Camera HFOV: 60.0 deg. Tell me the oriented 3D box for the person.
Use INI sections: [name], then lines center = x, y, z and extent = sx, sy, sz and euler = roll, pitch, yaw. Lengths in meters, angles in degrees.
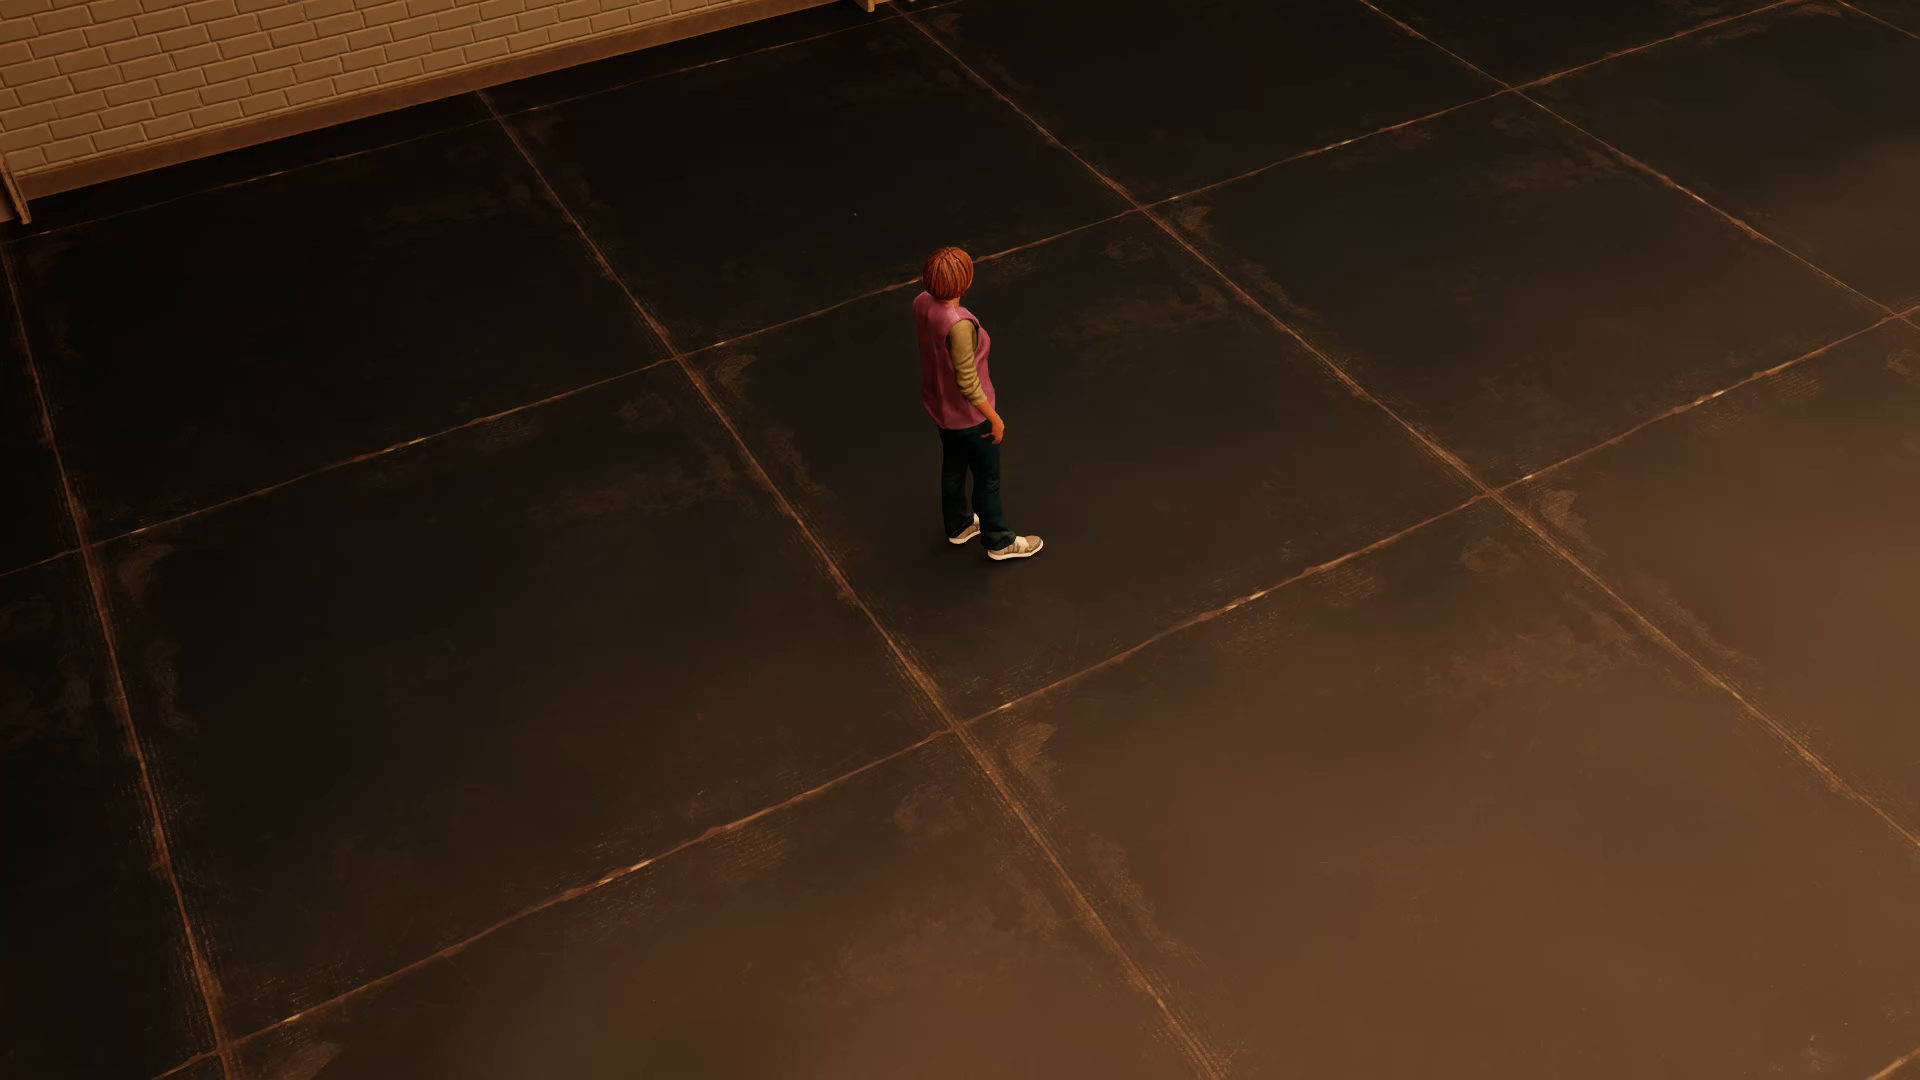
[person]
center = 0.071, -0.607, 7.323
extent = 0.476, 1.597, 0.520
euler = -21, 47, -21
